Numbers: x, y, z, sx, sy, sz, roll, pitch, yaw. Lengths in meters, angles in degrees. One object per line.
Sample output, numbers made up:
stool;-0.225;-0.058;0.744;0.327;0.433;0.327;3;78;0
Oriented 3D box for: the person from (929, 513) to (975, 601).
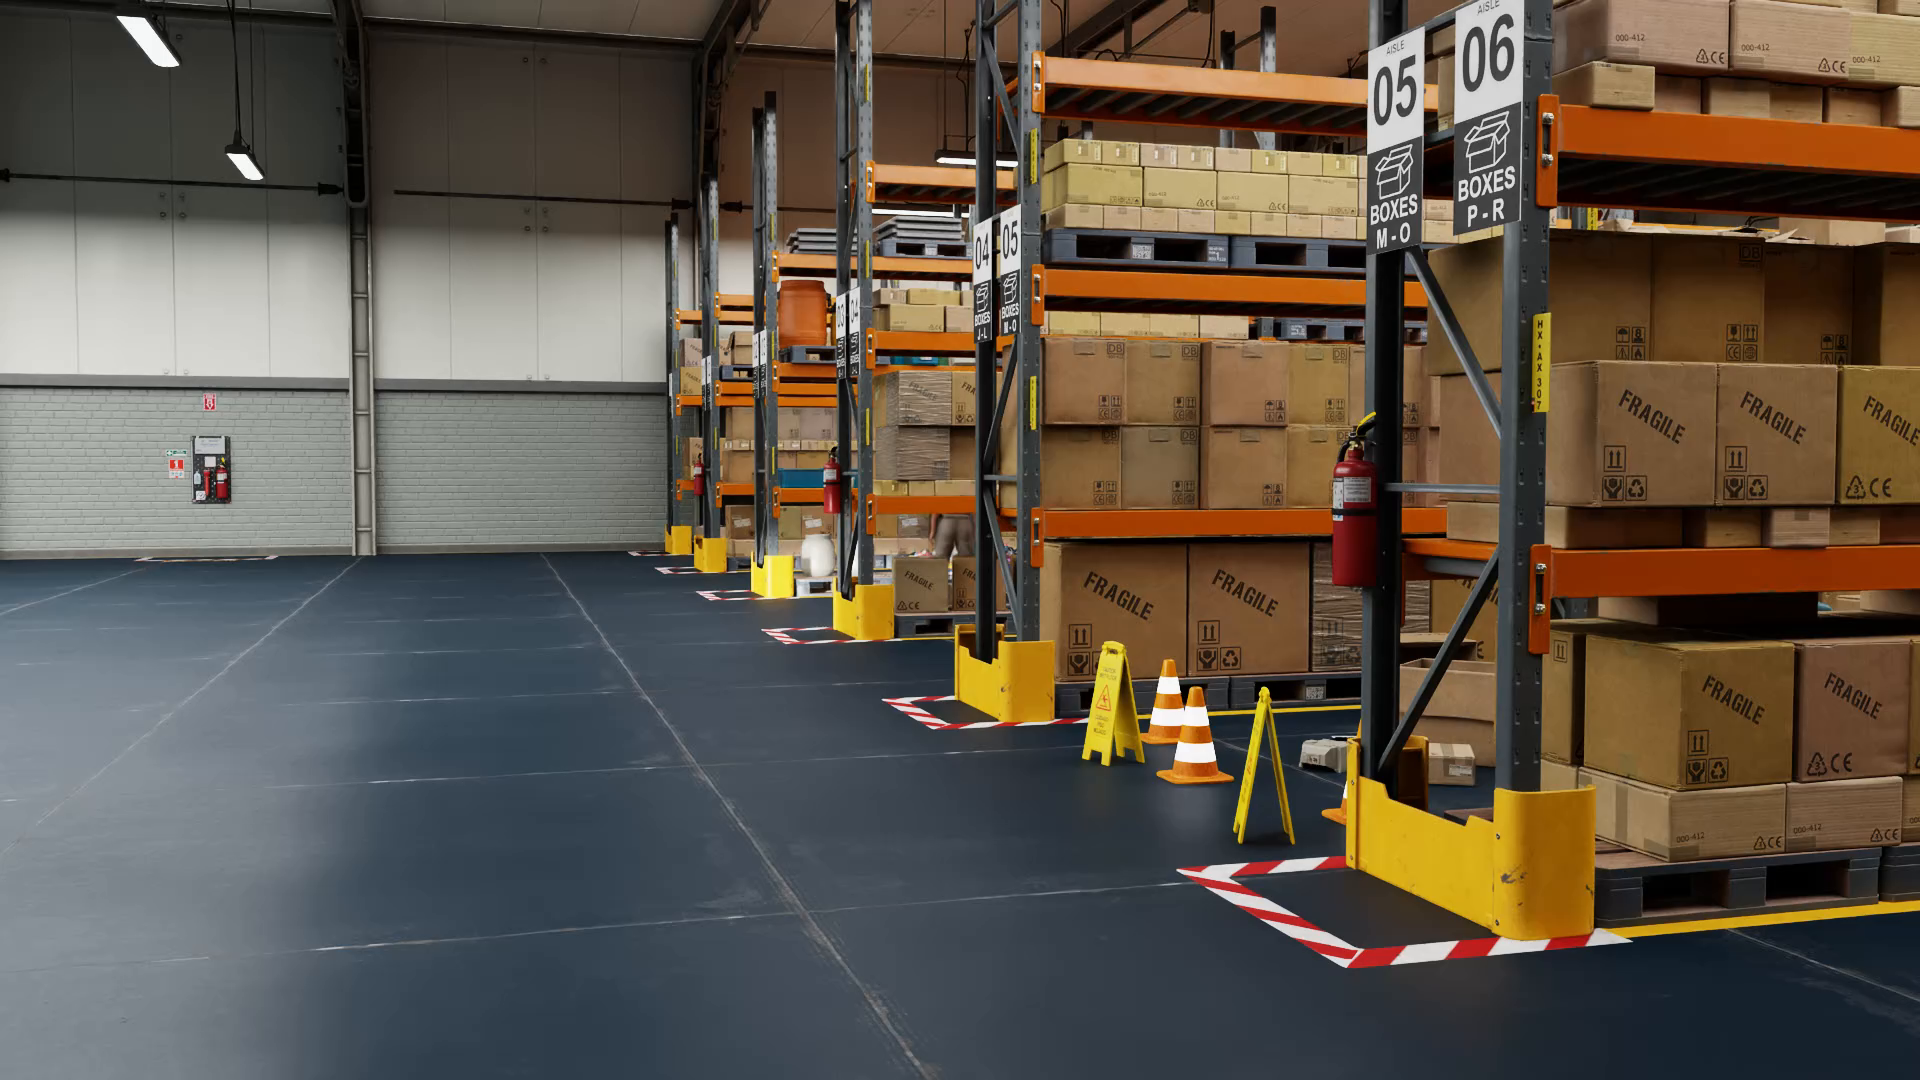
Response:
person;-0.075;-0.089;18.250;0.555;1.751;0.540;-1;3;-16
